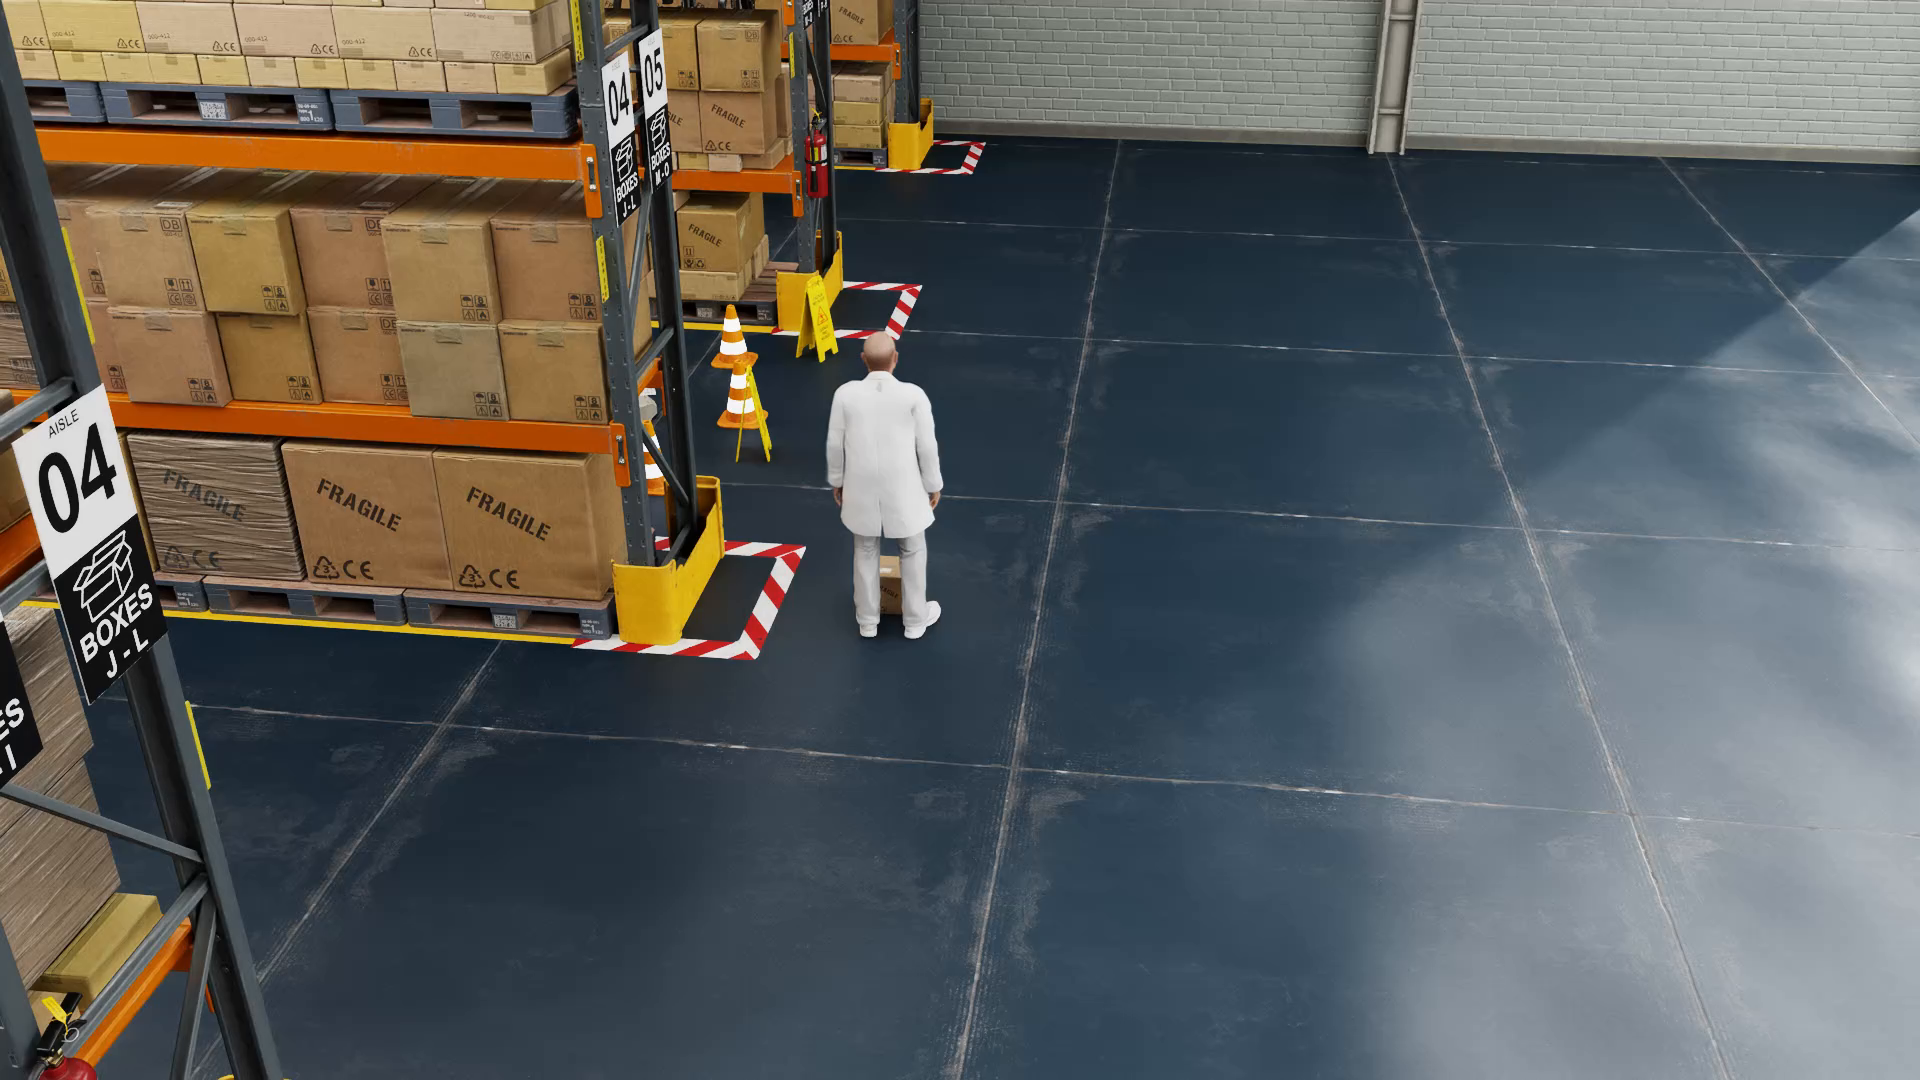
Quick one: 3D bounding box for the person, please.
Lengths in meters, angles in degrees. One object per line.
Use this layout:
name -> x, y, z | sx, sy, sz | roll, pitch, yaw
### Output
person -> -0.413, -0.286, 9.191 | 0.643, 1.759, 0.423 | 3, 28, 7
